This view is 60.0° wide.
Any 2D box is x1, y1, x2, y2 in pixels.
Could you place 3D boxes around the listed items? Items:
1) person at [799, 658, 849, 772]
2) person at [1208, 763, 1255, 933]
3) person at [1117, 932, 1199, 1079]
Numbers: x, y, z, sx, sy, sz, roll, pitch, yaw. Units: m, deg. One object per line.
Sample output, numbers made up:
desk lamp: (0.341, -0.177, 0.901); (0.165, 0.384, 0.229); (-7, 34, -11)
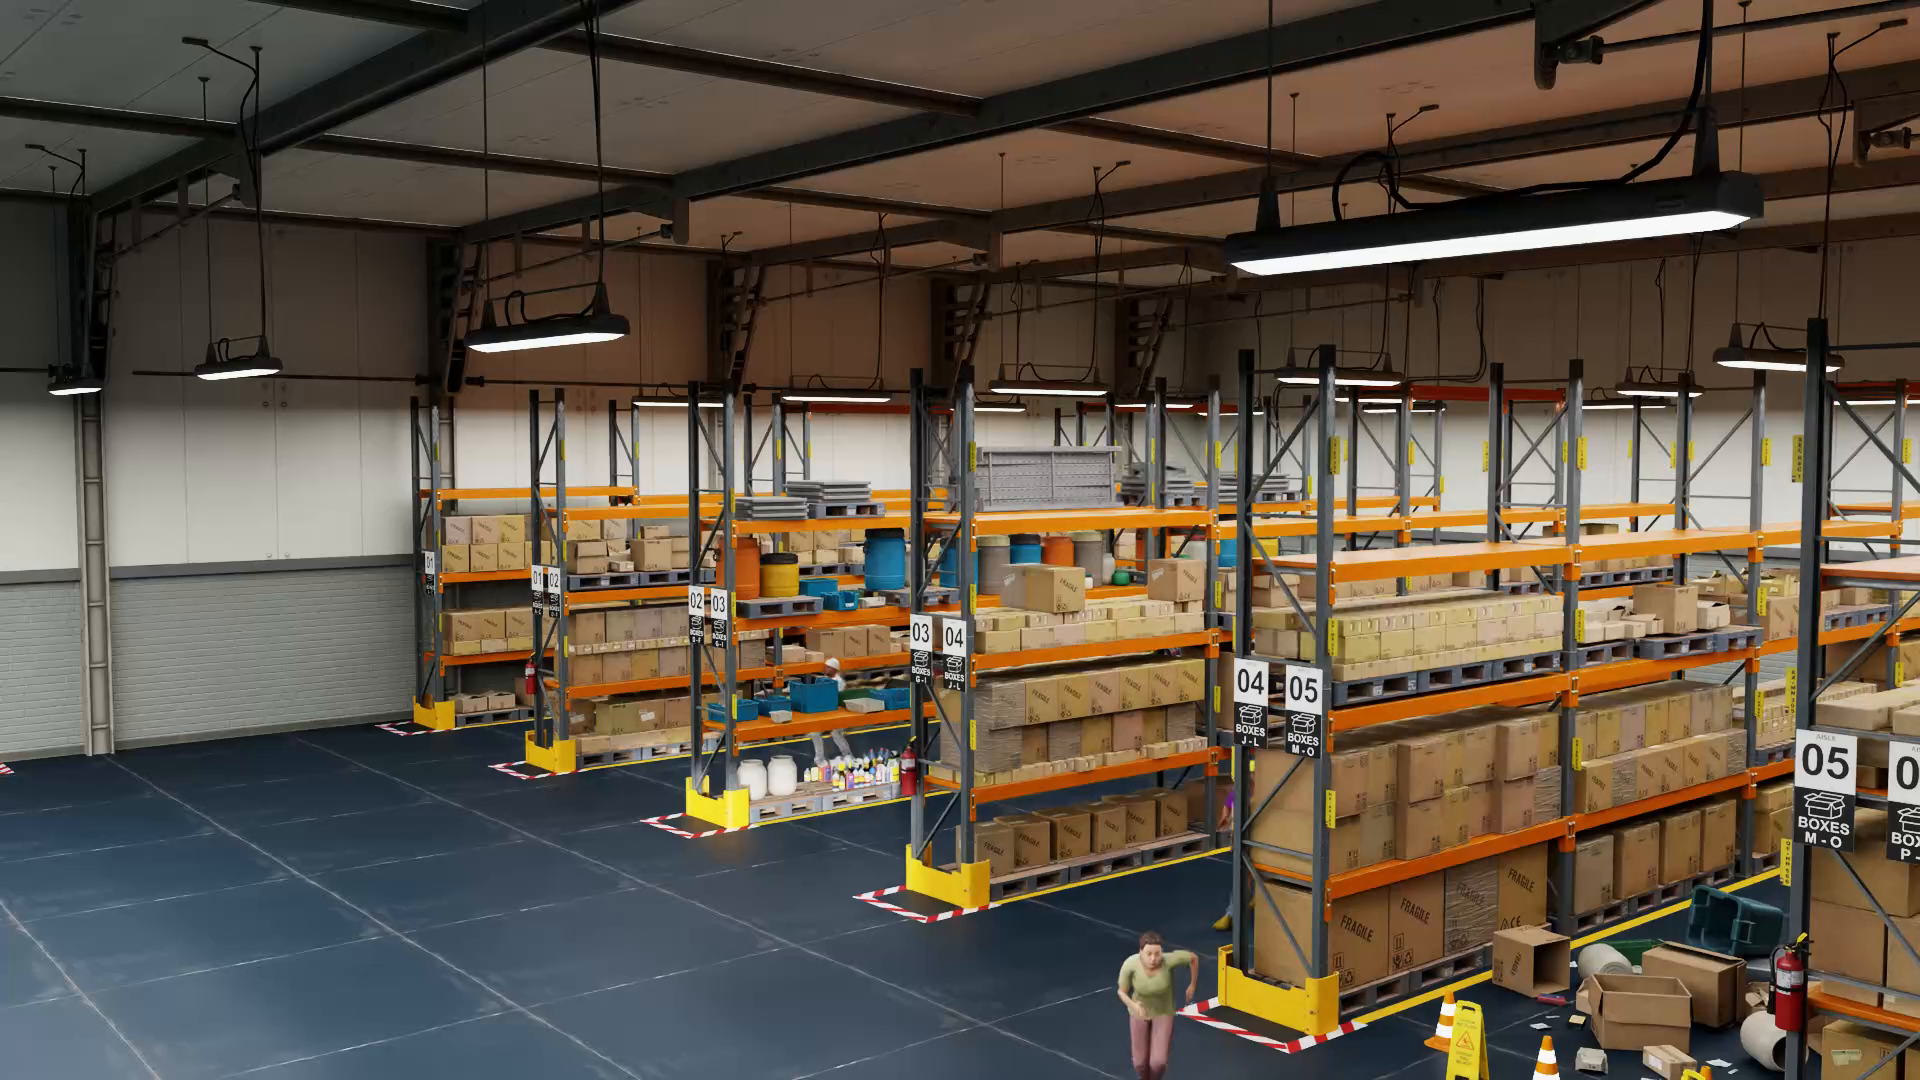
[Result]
person: (-2.061, 2.720, 25.922); (0.873, 1.775, 0.658); (-2, 4, -31)
person: (3.023, 3.239, 17.717); (0.982, 1.757, 0.733); (-3, 5, -43)
person: (1.495, 3.652, 12.594); (0.612, 1.544, 0.916); (0, 3, 6)
